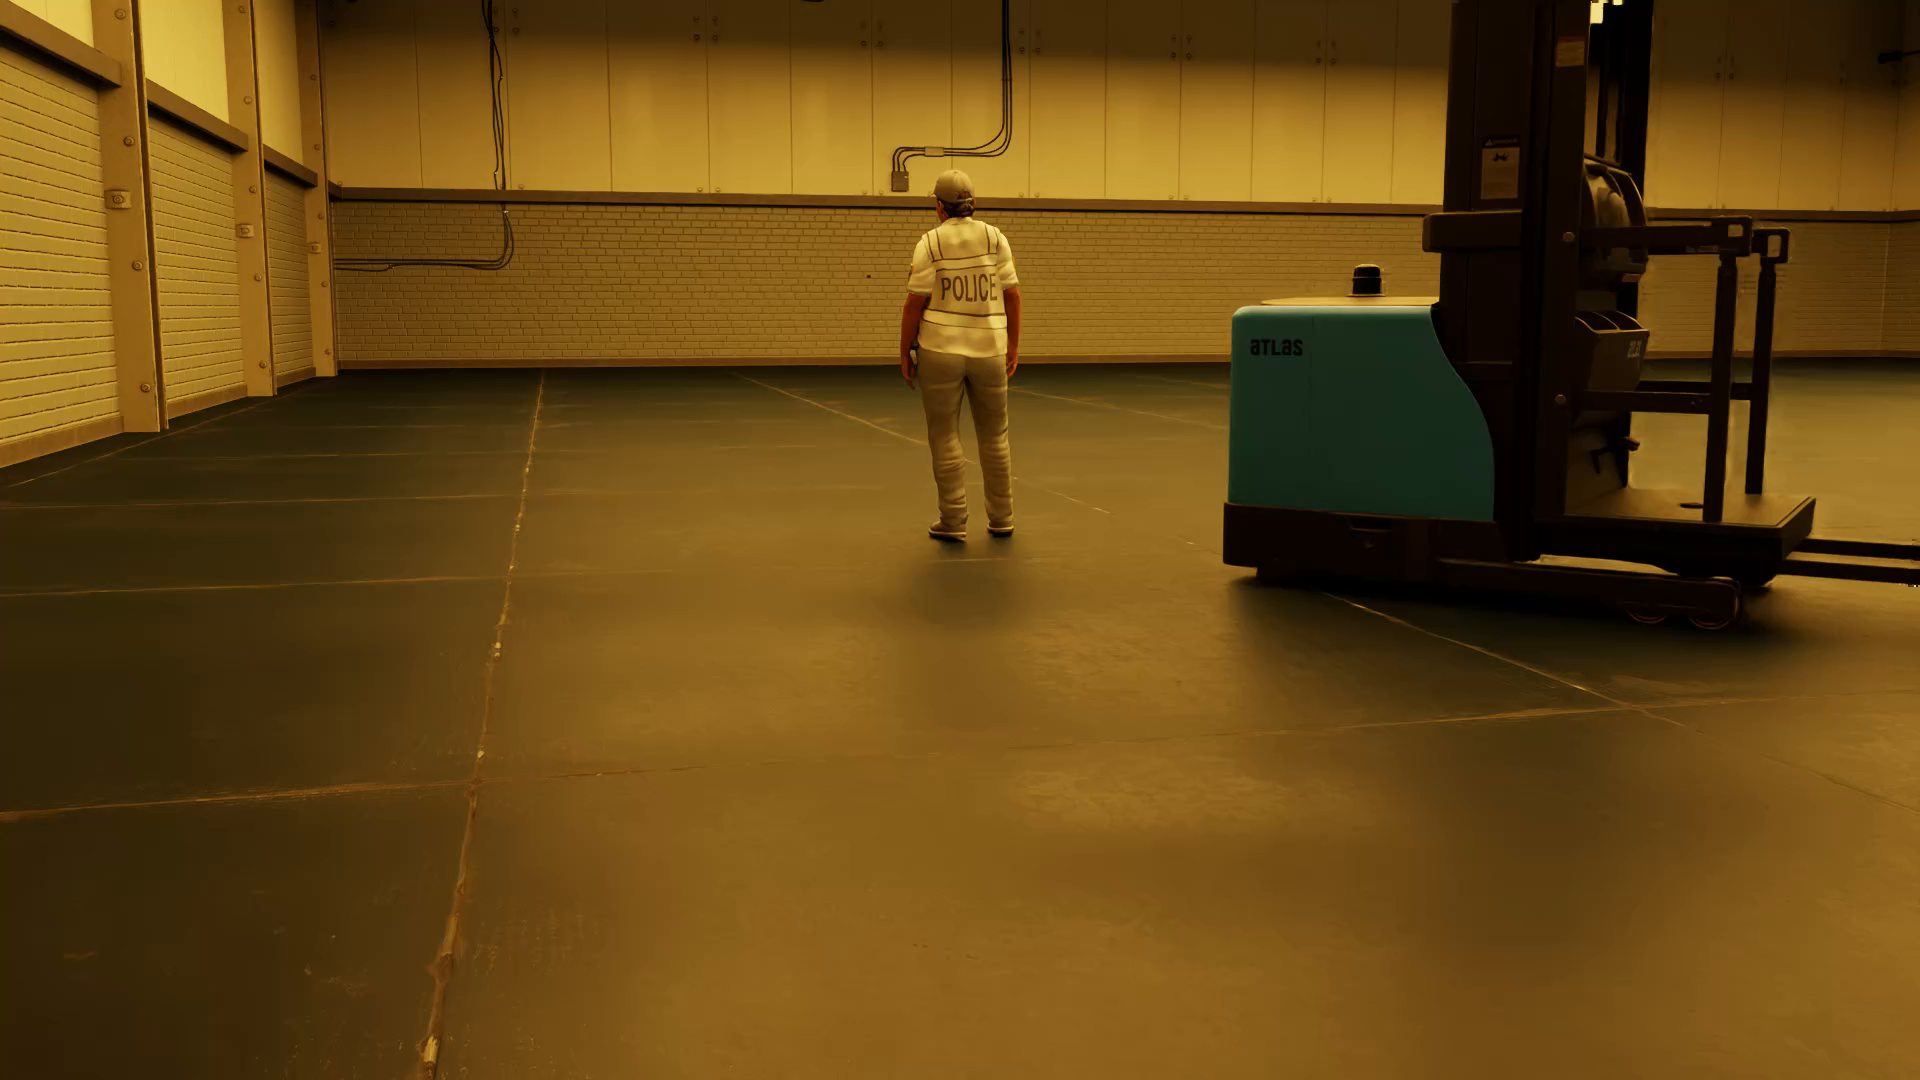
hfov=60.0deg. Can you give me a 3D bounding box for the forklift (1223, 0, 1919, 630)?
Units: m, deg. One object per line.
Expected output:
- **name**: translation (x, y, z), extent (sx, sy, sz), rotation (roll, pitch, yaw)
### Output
- **forklift**: translation (2.554, -1.234, 5.953), extent (3.031, 2.935, 1.130), rotation (5, 9, 32)

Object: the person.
- **person**: translation (0.005, -0.844, 7.670), extent (0.597, 1.670, 0.529), rotation (-2, 8, -13)
